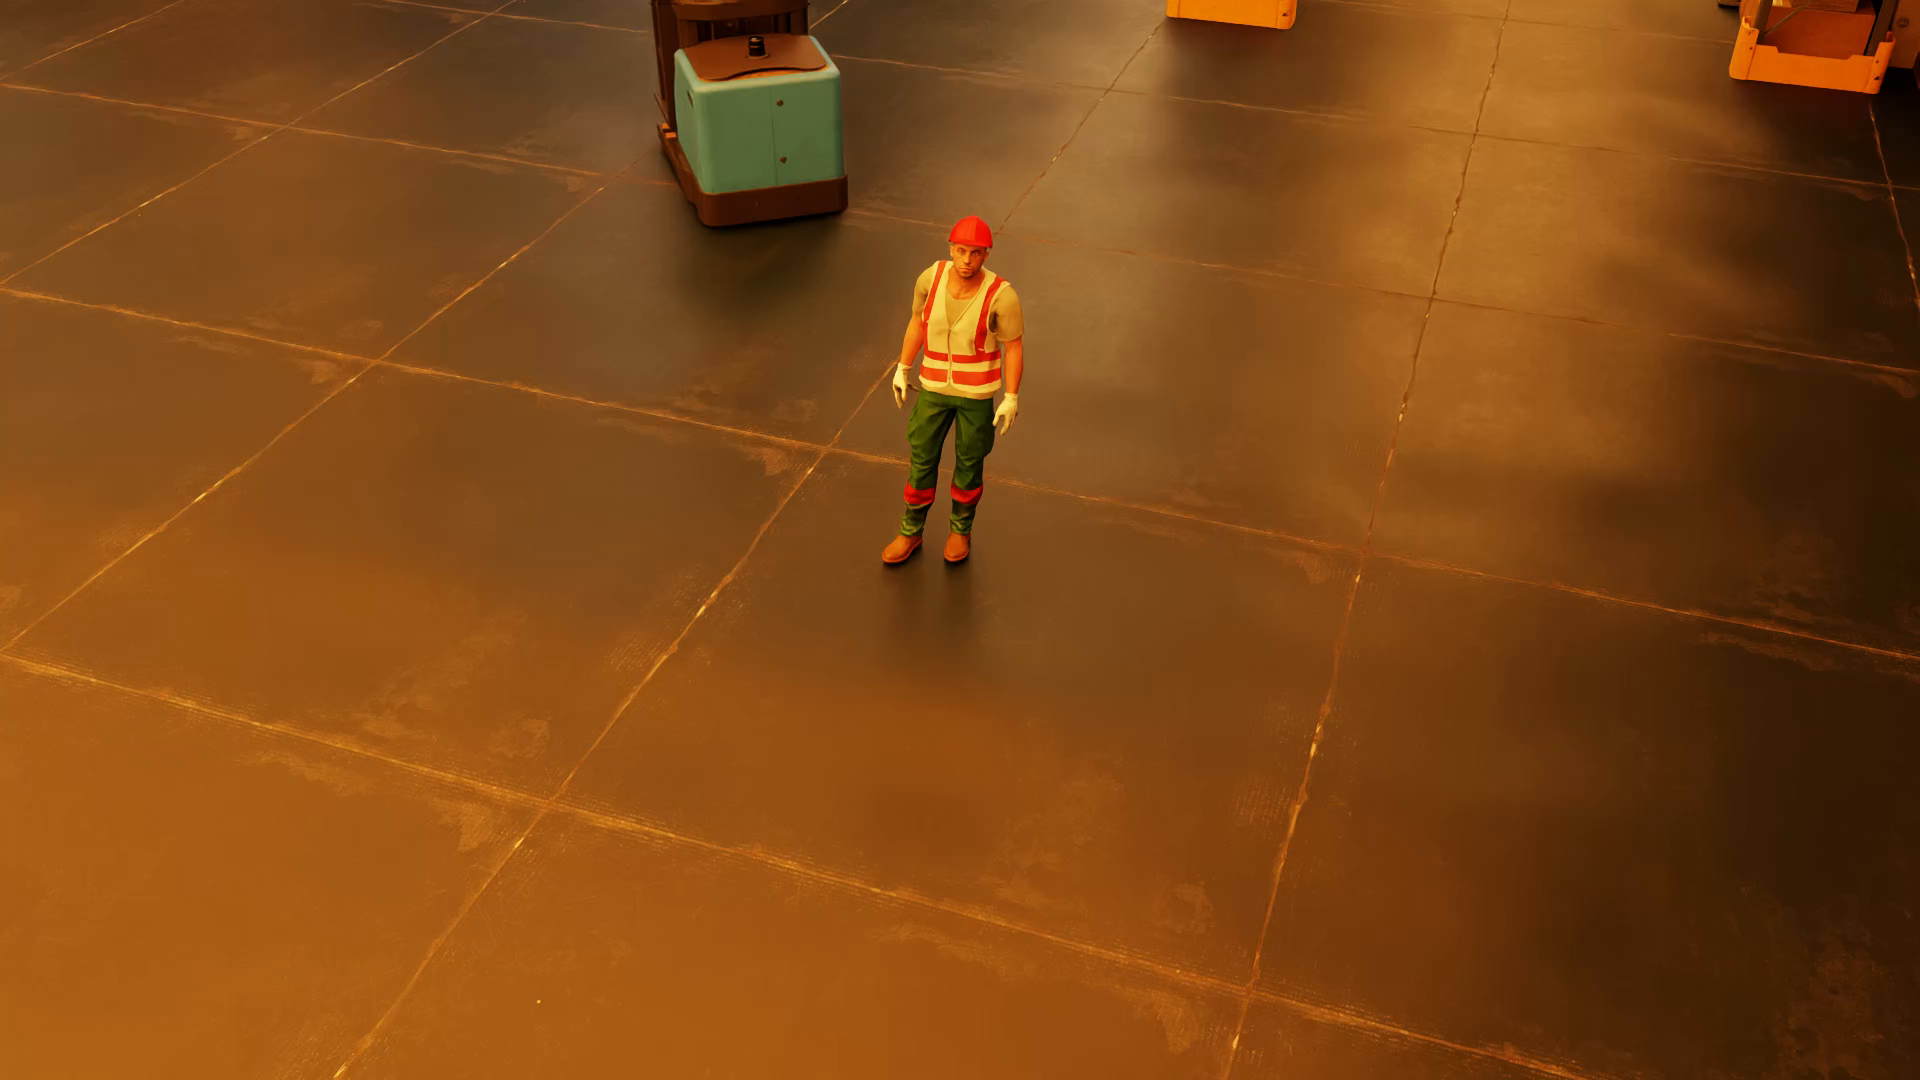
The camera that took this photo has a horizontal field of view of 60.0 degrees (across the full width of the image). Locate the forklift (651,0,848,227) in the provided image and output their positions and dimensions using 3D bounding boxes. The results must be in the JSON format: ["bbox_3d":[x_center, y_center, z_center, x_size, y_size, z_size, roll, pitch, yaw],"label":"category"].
[{"bbox_3d":[-1.728,-4.234,12.083,1.130,2.935,3.031,-10,37,-14],"label":"forklift"}]

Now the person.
[{"bbox_3d":[-0.038,-0.695,8.065,0.637,1.787,0.564,12,37,16],"label":"person"}]
